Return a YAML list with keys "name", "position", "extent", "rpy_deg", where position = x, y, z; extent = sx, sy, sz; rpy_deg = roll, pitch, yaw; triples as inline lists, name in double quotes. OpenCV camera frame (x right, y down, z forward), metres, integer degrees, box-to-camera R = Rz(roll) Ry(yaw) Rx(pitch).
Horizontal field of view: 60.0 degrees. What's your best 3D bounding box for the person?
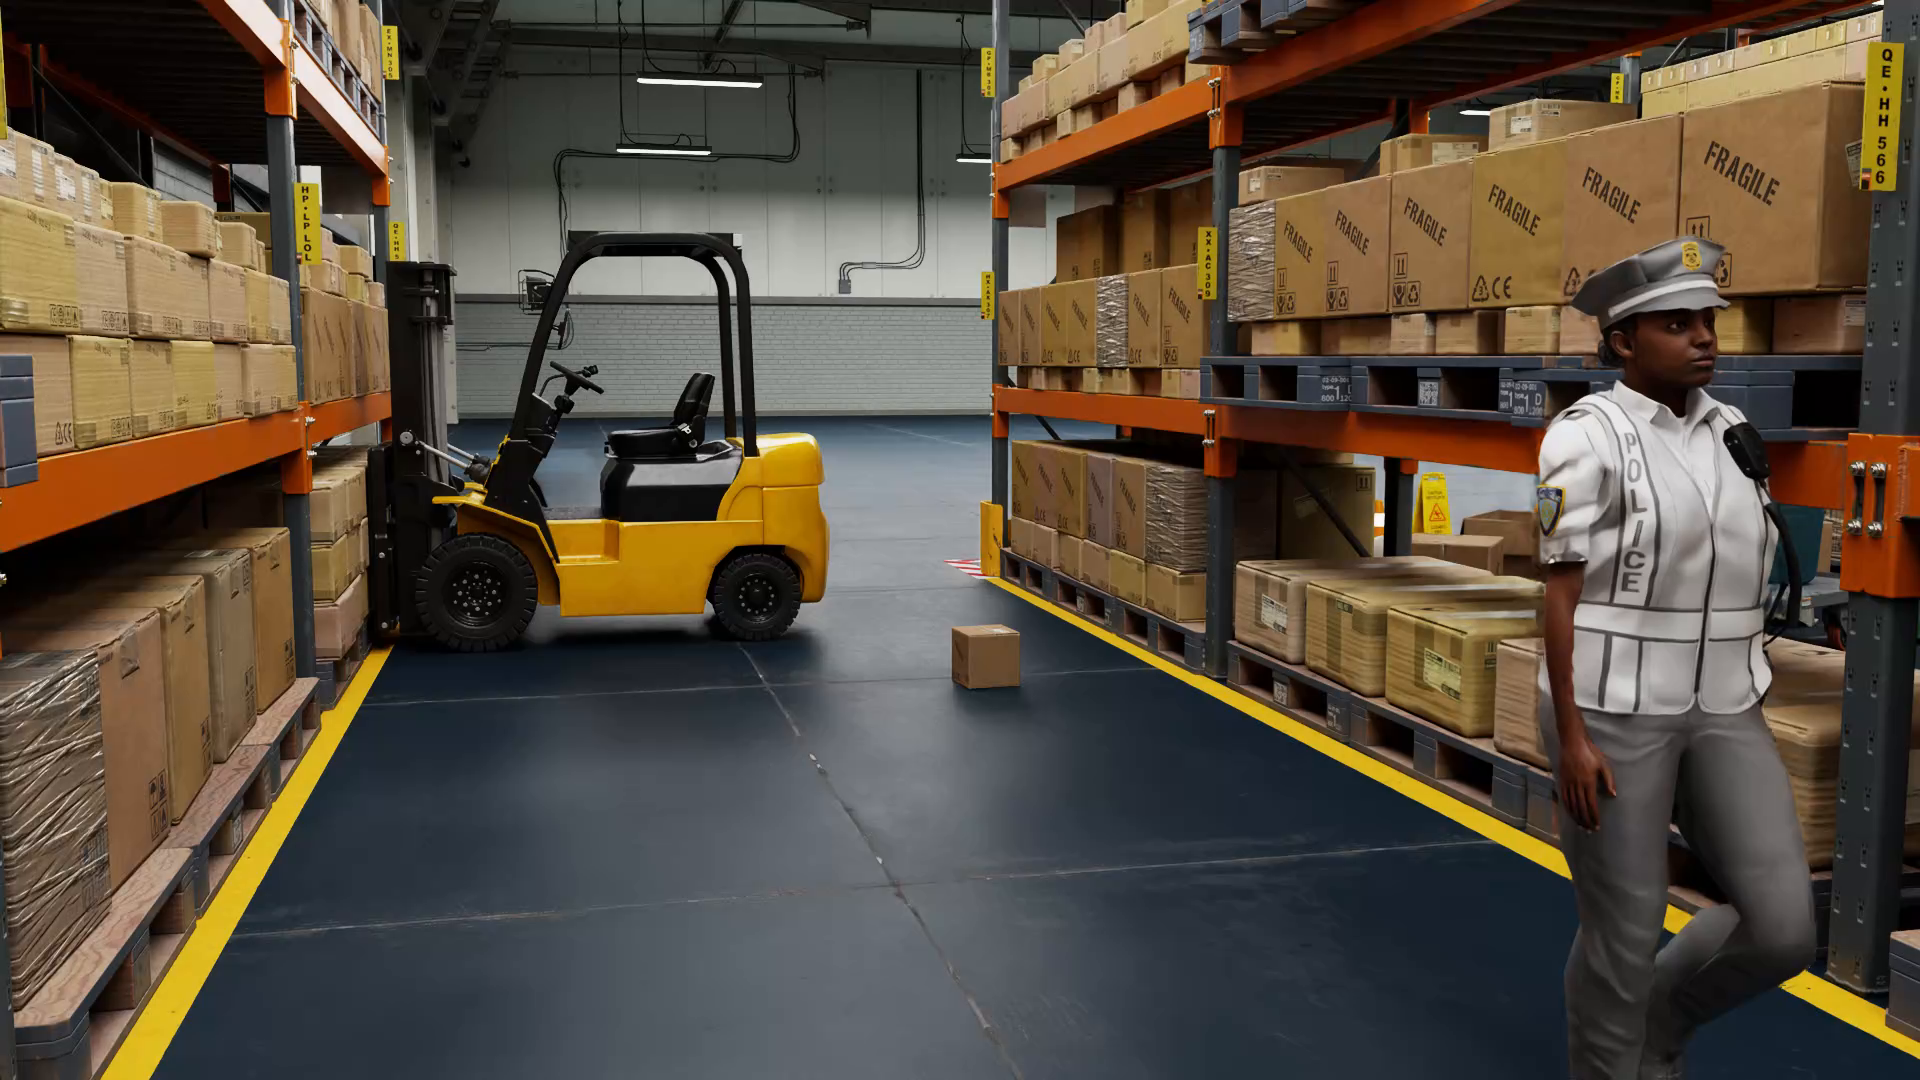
- name: "person"
  position: [1.242, 0.412, 2.944]
  extent: [0.406, 1.347, 0.418]
  rpy_deg: [-1, 6, -12]
